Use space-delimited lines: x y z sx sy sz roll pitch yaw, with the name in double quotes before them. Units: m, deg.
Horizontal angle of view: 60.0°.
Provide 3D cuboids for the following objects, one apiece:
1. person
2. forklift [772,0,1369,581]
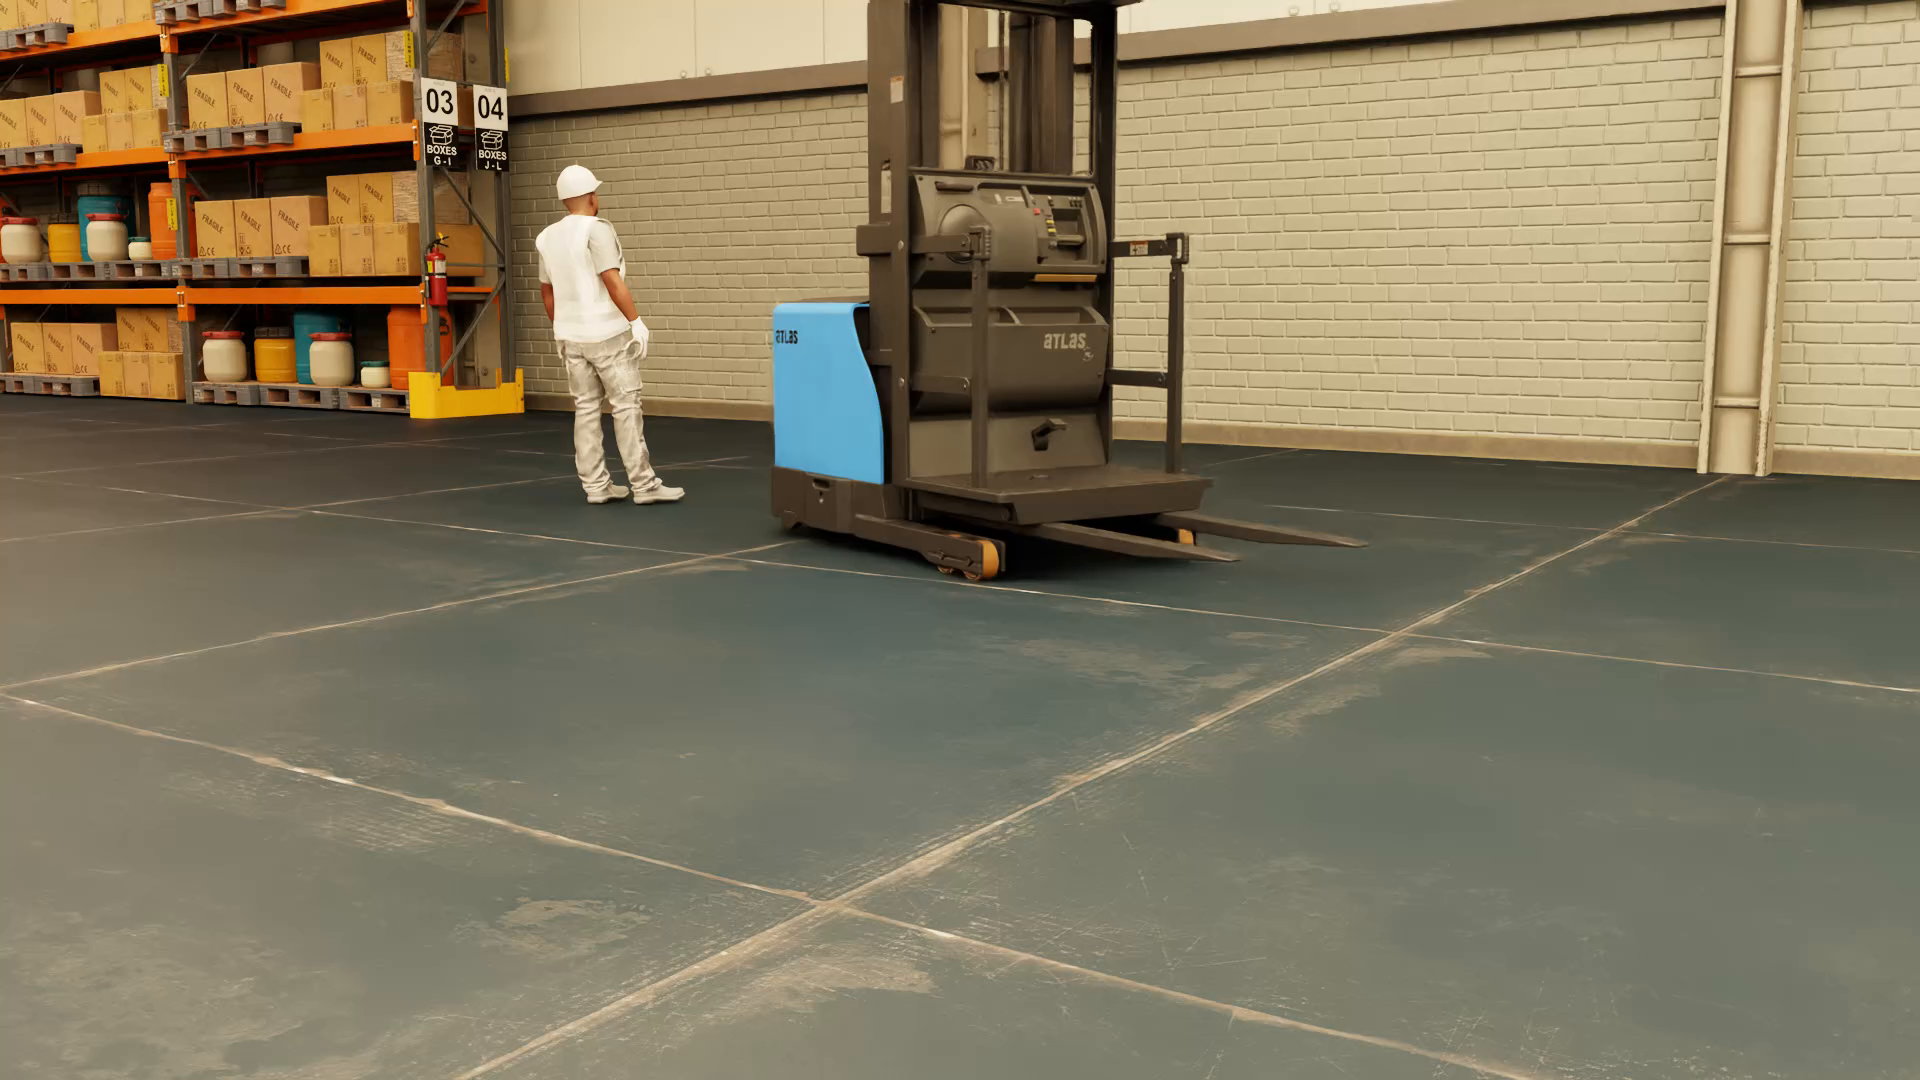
"person" -1.900 -1.095 8.923 0.656 1.781 0.579 6 10 35
"forklift" 0.340 -1.366 6.798 1.130 2.935 3.031 -5 10 -33
